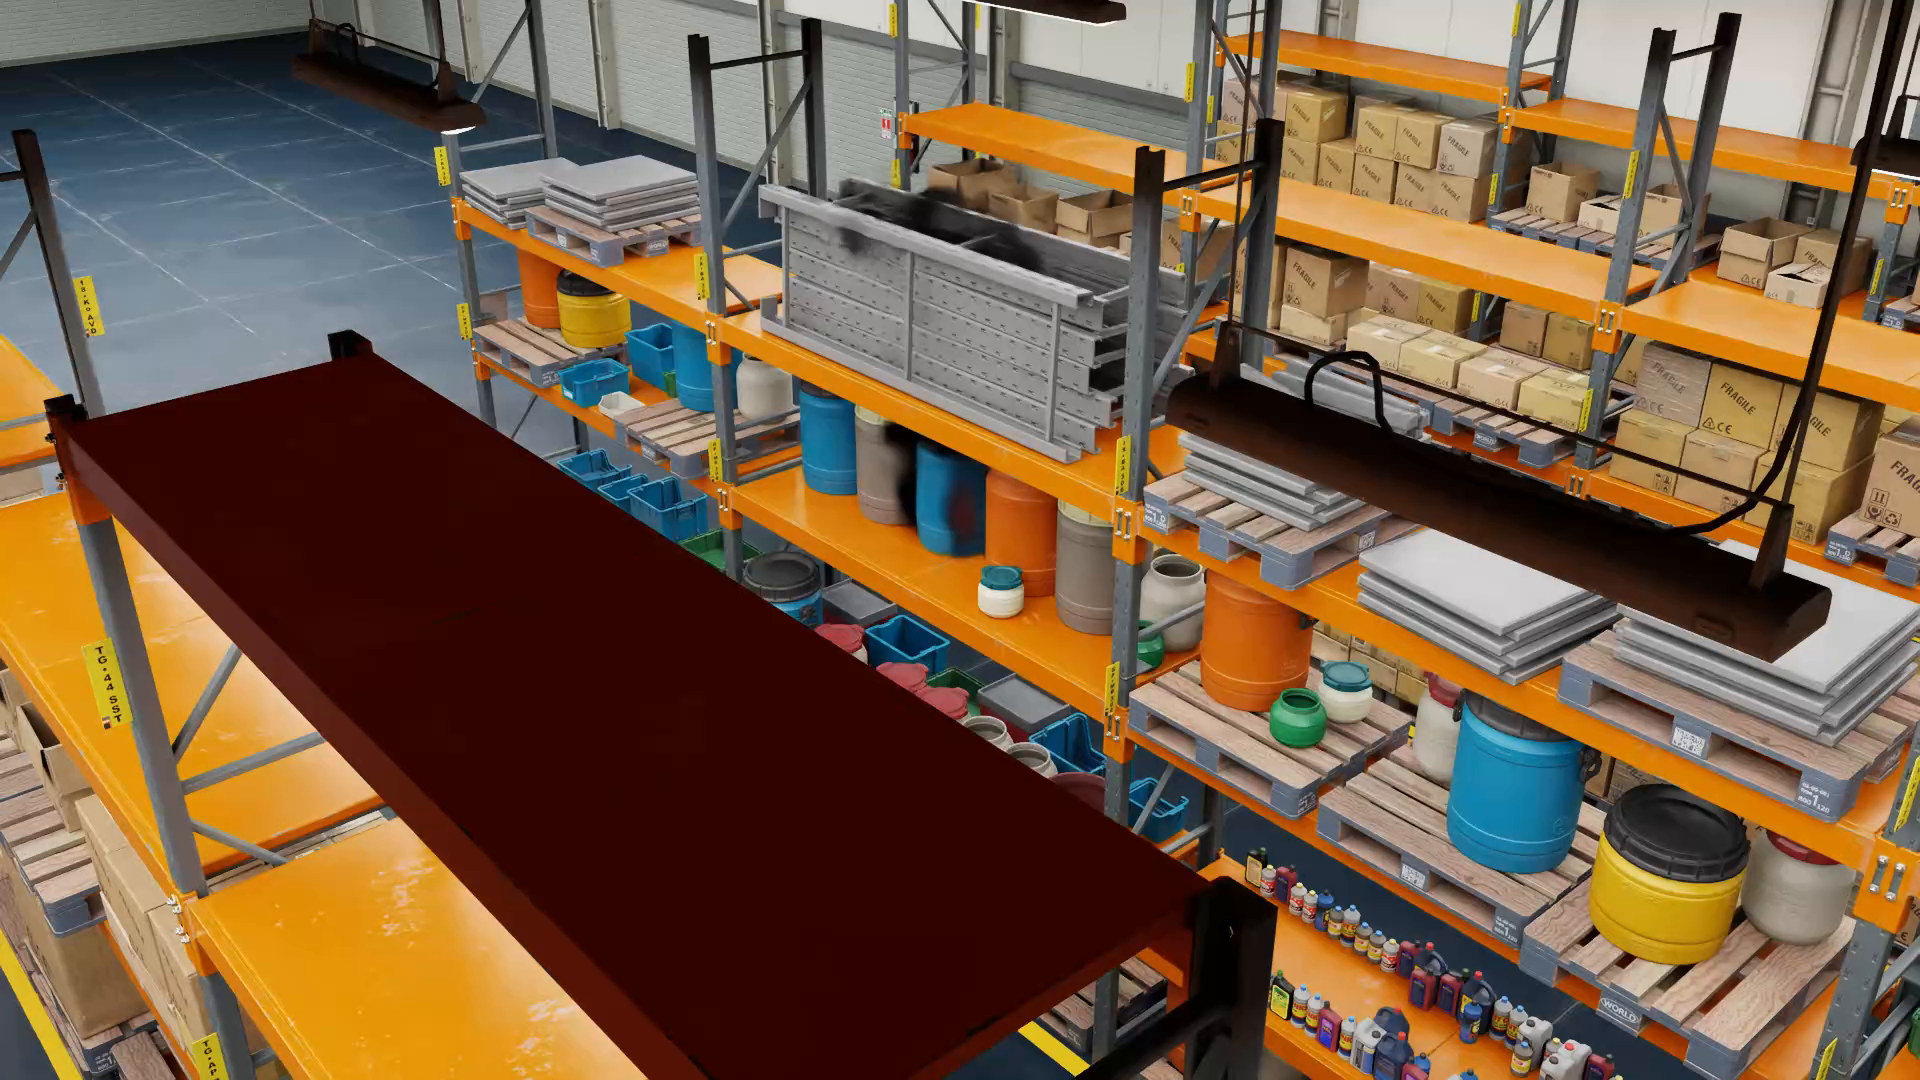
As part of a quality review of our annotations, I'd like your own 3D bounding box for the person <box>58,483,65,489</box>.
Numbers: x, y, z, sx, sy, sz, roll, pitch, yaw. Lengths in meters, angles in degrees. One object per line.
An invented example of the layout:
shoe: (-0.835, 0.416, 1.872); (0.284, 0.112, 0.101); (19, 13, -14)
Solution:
person: (-8.573, -0.354, 16.515); (0.649, 1.585, 0.527); (-5, 27, -9)
